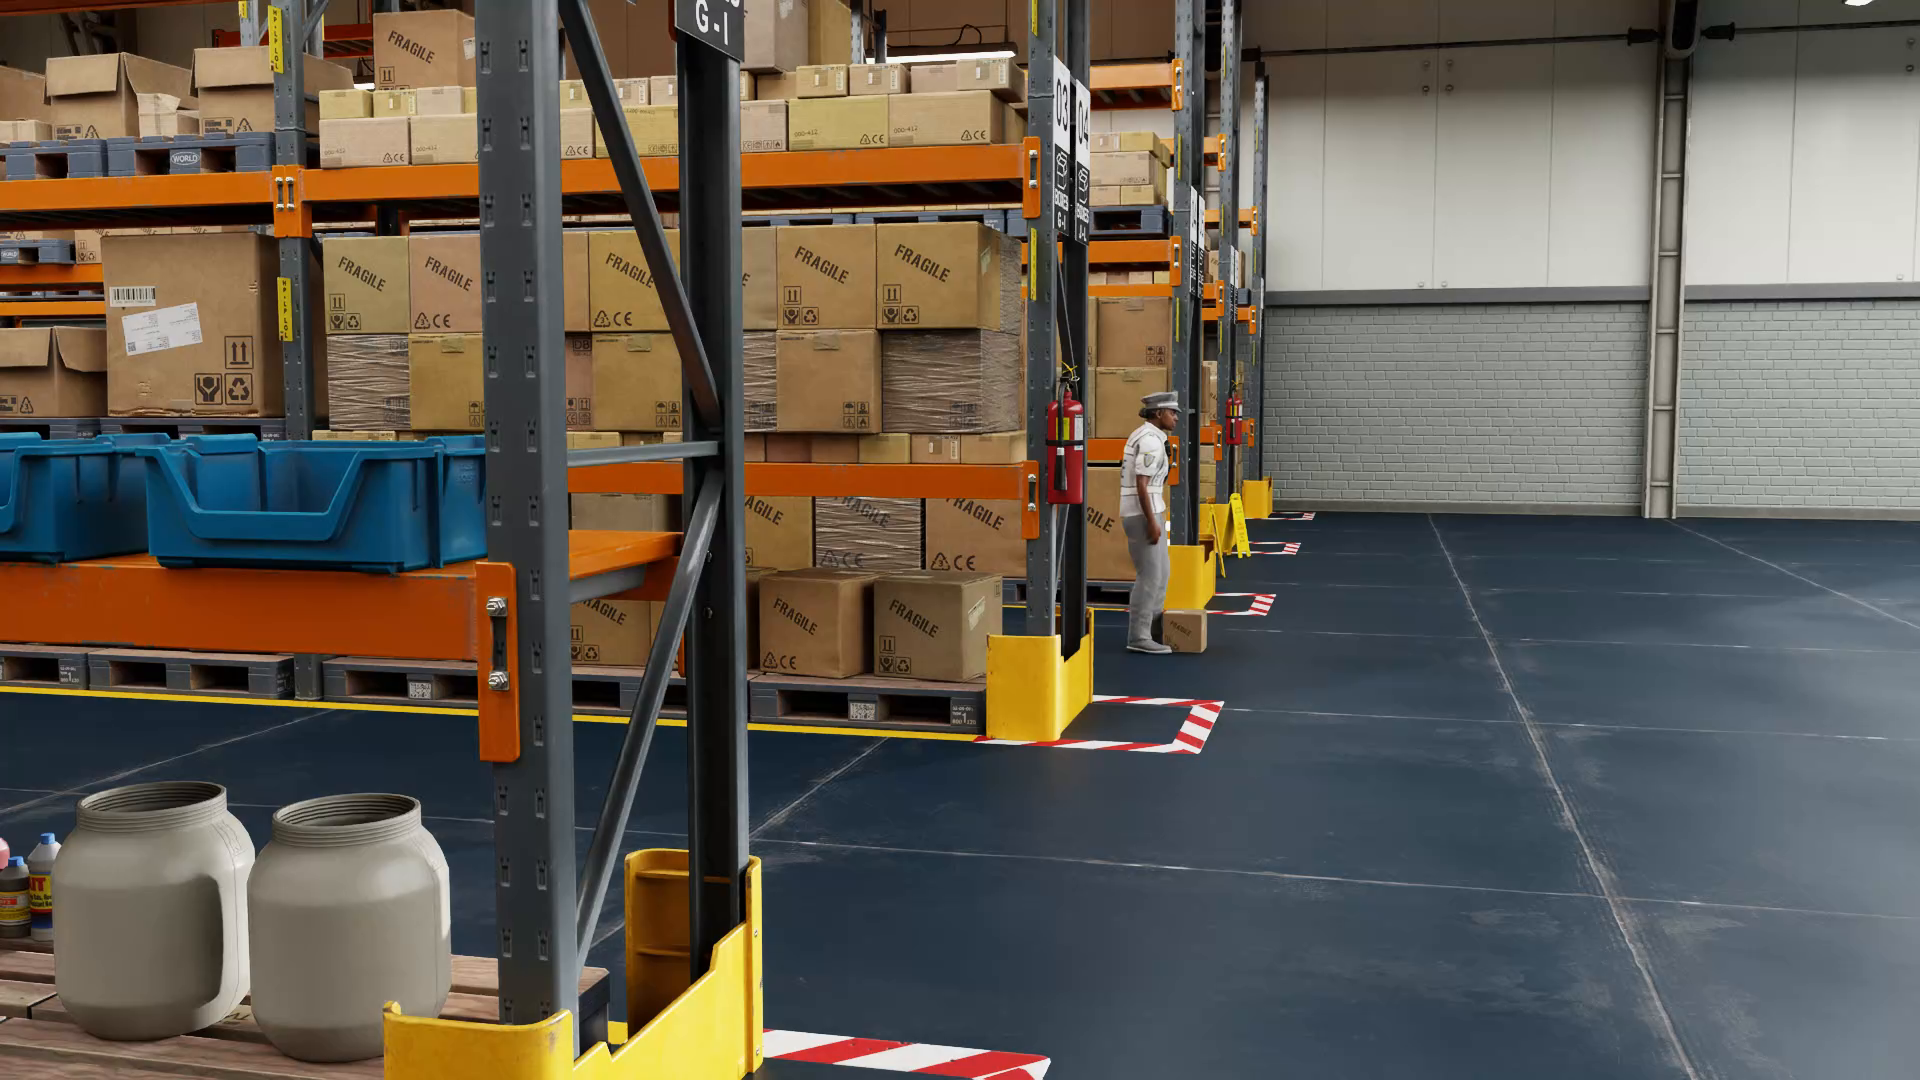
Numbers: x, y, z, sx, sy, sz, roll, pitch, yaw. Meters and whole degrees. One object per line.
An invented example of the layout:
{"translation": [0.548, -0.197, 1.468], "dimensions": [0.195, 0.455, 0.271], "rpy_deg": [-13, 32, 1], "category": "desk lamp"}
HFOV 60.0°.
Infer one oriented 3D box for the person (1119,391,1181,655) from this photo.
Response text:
{"translation": [1.234, -0.125, 10.695], "dimensions": [0.421, 1.664, 0.532], "rpy_deg": [1, 5, 11], "category": "person"}
